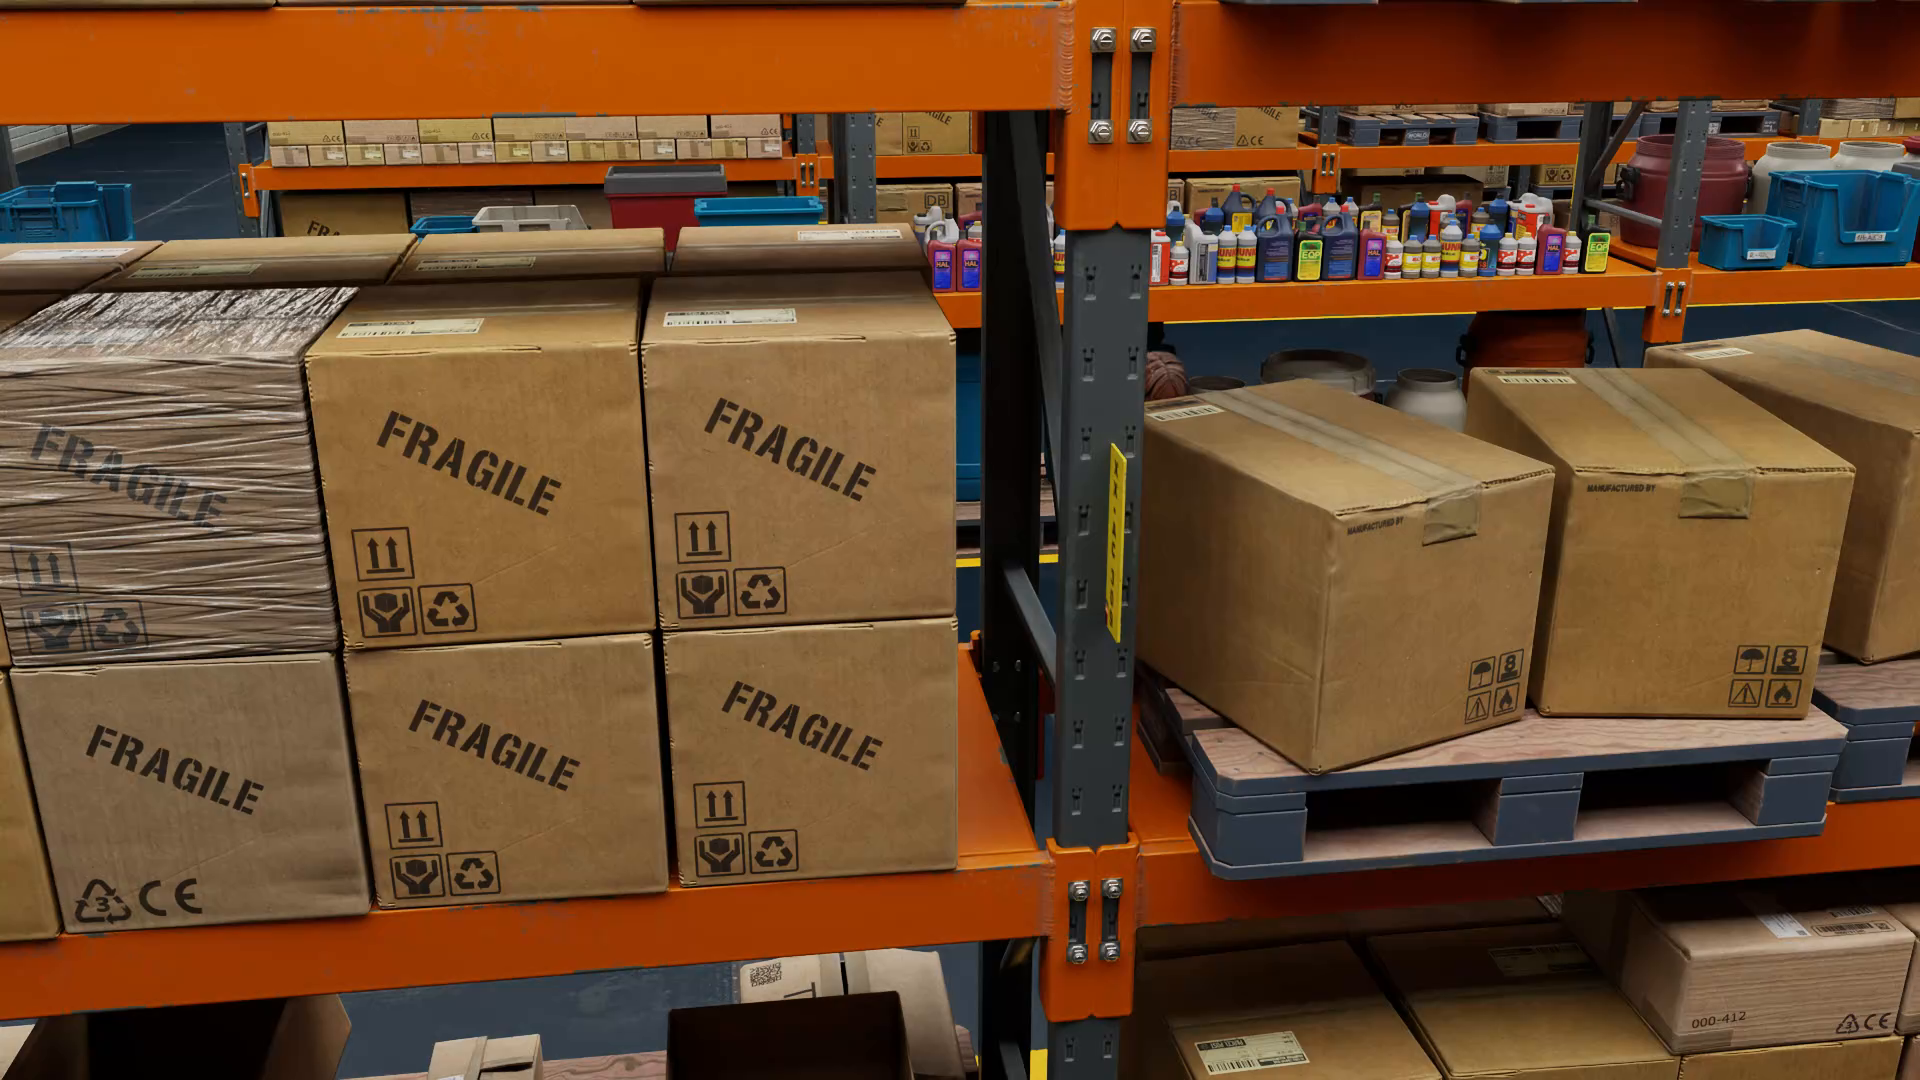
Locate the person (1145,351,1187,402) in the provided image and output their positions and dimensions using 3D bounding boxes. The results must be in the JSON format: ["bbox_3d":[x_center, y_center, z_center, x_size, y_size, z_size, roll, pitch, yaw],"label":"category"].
[{"bbox_3d":[0.671,0.115,5.818,0.409,1.576,0.306,-2,20,-7],"label":"person"}]
